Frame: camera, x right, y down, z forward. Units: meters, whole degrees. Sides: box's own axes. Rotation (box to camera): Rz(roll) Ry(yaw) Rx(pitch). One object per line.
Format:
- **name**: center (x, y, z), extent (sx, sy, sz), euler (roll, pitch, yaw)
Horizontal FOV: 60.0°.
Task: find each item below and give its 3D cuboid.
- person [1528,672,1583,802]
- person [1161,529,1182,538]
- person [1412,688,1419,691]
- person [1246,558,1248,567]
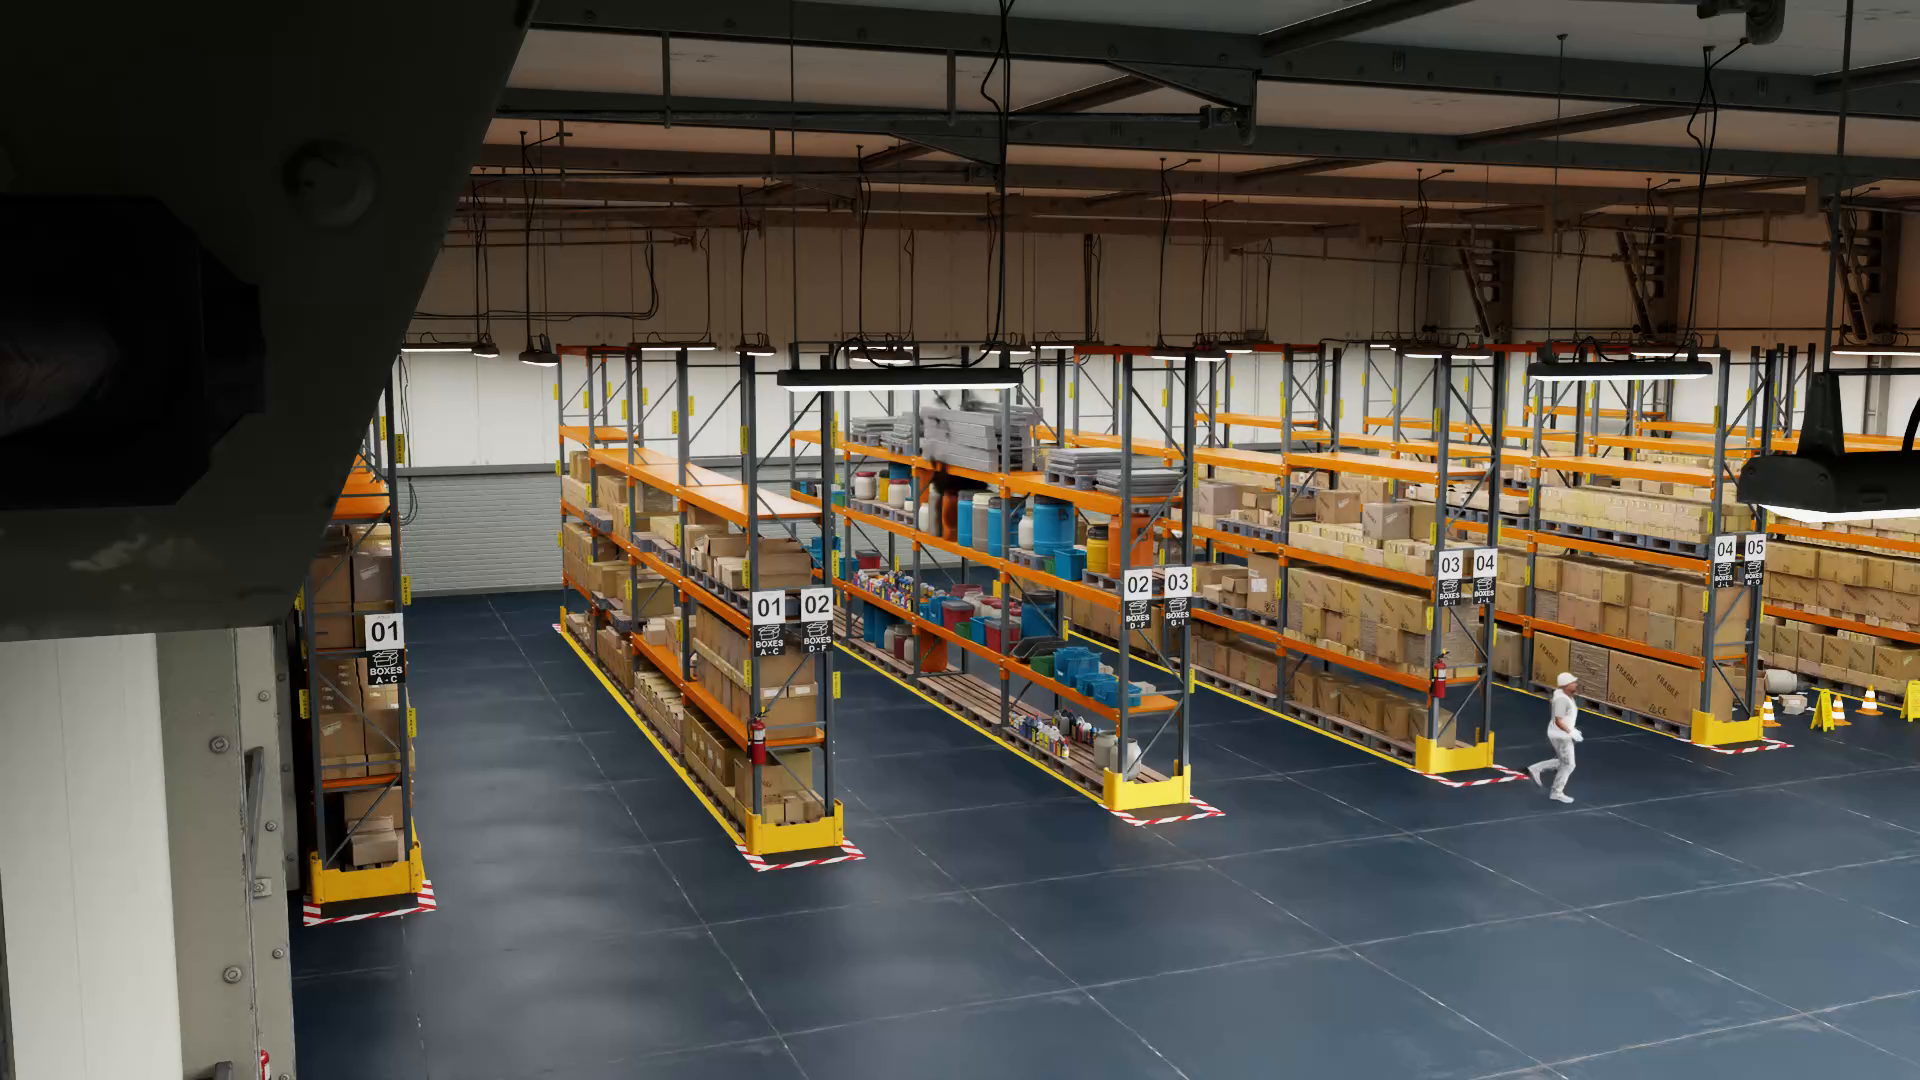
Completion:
- **person**: center (8.045, 2.637, 22.404), extent (0.640, 1.755, 0.702), euler (2, 8, 17)
- **person**: center (5.179, 0.268, 41.339), extent (0.836, 1.677, 0.658), euler (-4, 8, -26)
- **person**: center (8.072, 1.732, 29.379), extent (0.637, 1.834, 0.767), euler (-4, 8, -29)
- **person**: center (7.335, 0.284, 40.912), extent (0.750, 1.770, 0.809), euler (-3, 8, -23)
